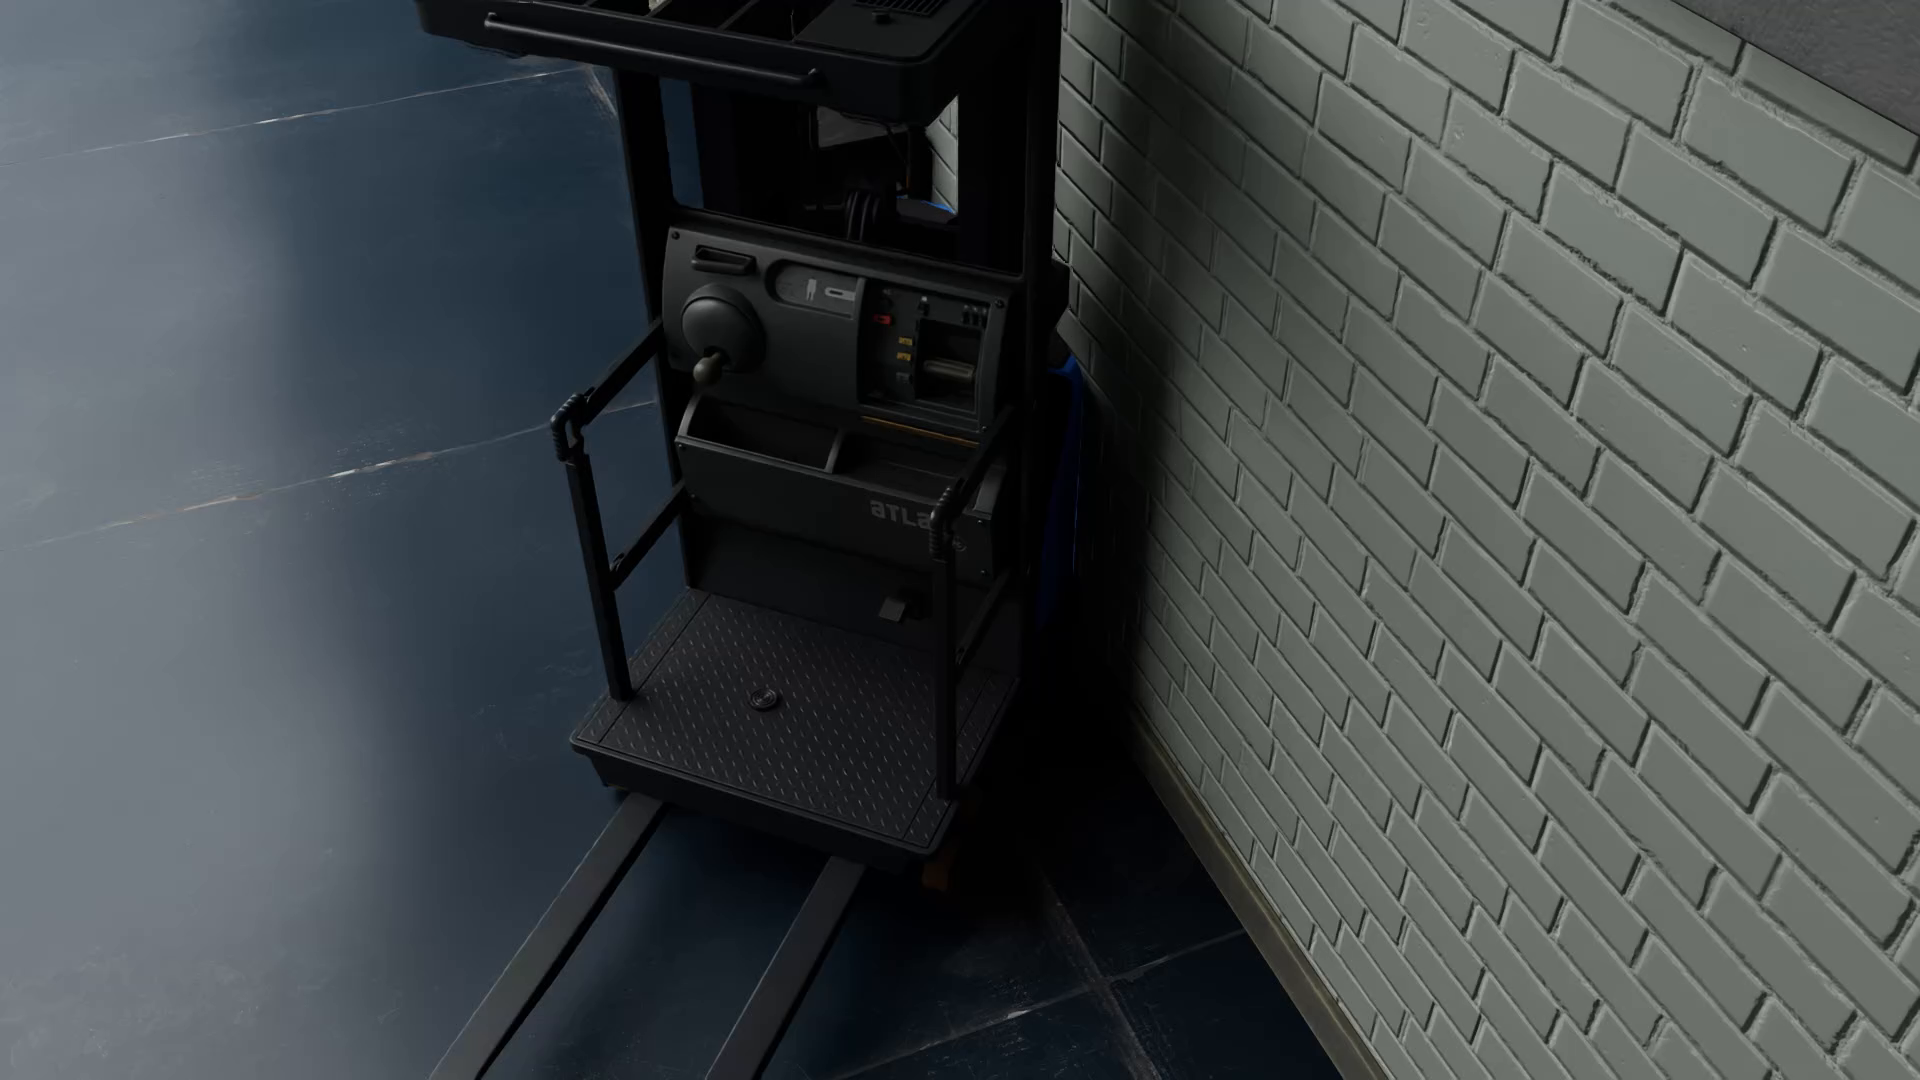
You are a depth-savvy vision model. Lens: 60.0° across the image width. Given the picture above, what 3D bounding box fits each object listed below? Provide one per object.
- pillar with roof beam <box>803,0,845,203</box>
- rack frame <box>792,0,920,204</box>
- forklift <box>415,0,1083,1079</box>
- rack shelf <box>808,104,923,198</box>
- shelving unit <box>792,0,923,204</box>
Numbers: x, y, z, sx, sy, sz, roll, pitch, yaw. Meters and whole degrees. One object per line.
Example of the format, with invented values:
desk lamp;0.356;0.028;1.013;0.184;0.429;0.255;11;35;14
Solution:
pillar with roof beam;-4.456;-3.056;2.402;9.100;9.000;0.400;-15;43;-17
rack frame;-0.318;-1.101;5.397;0.400;2.100;0.015;-15;44;-17
forklift;-0.400;-0.448;4.023;1.130;2.935;3.031;14;43;16
rack shelf;-0.412;-1.240;5.574;0.431;0.518;0.480;-15;44;-17
shelving unit;-0.412;-1.250;5.565;0.431;2.100;0.503;-15;44;-17
